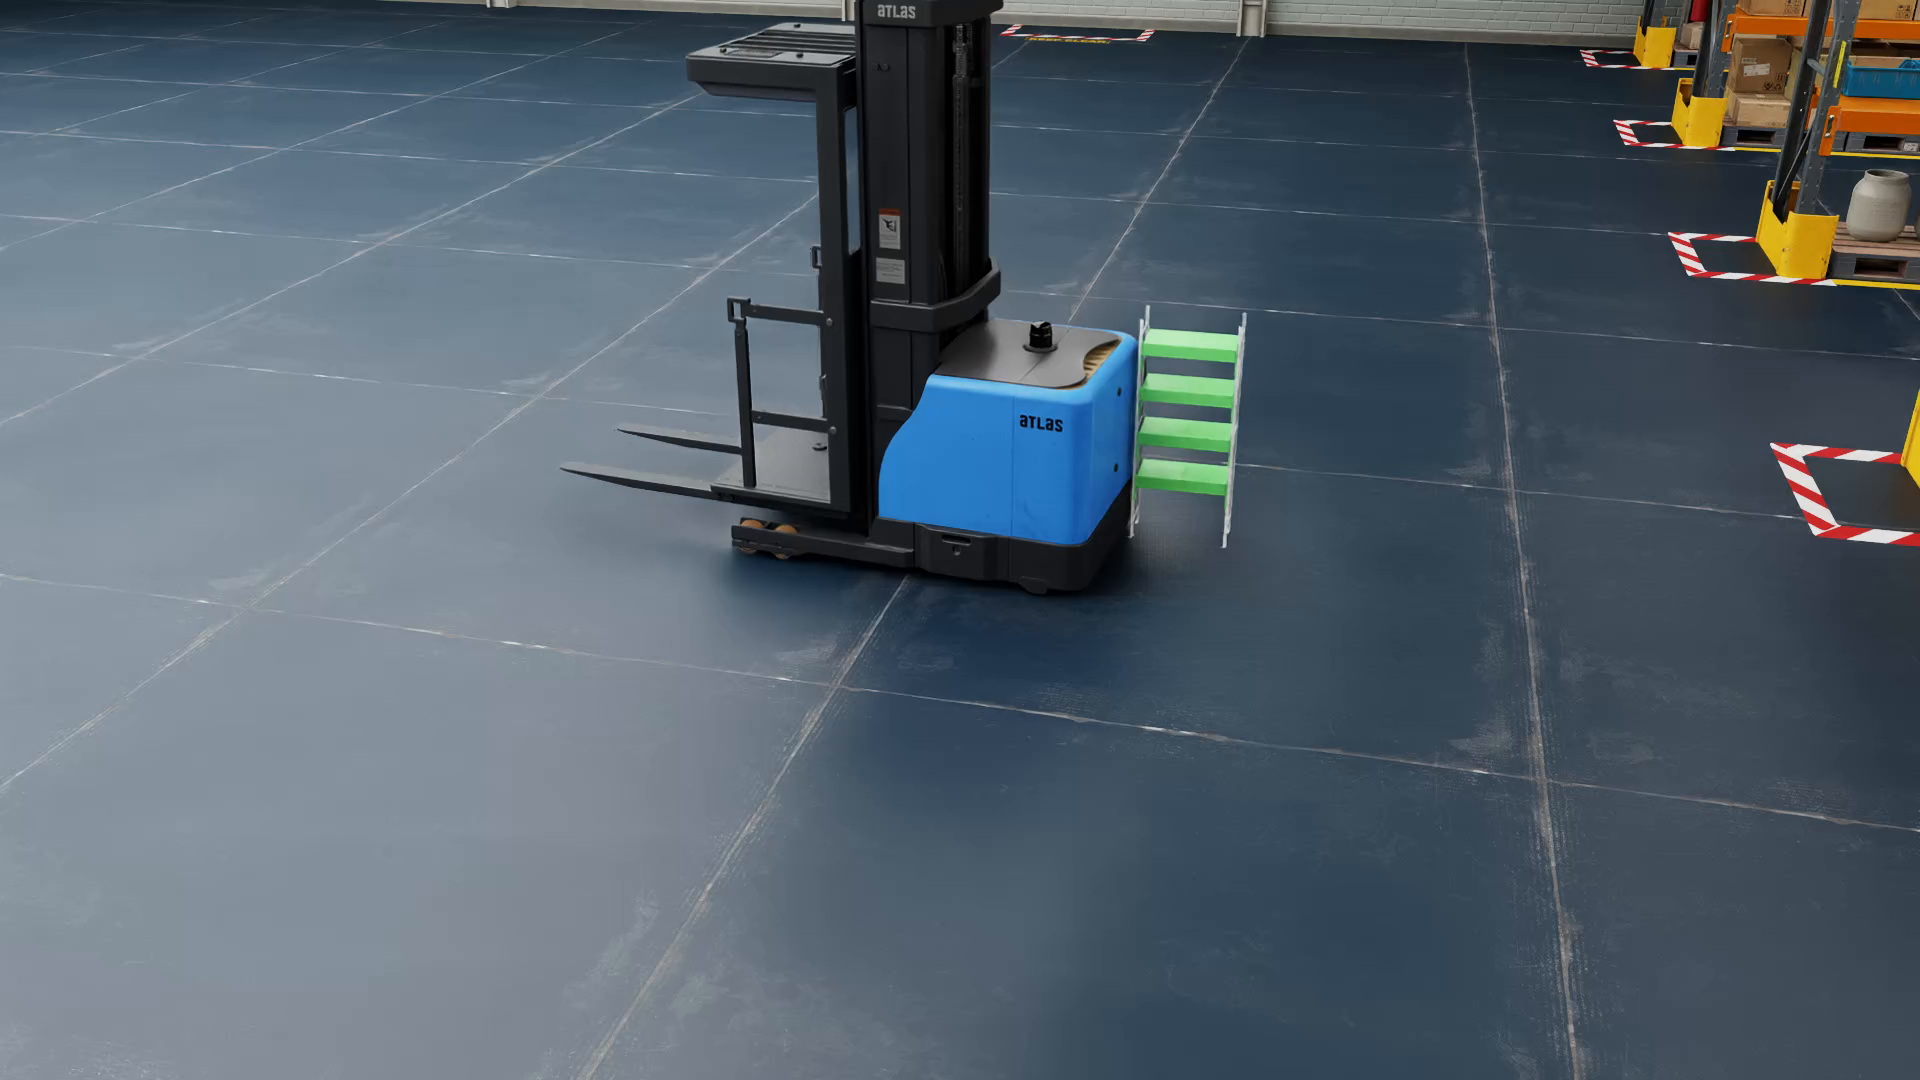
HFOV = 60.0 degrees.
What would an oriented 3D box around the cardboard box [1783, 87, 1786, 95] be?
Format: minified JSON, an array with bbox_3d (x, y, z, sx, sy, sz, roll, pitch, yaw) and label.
[{"bbox_3d":[9.000,-4.667,17.774,0.500,0.250,0.500,6,26,13],"label":"cardboard box"}]

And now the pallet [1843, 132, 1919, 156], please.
[{"bbox_3d":[9.848,-4.247,17.425,1.213,0.211,1.003,6,26,13],"label":"pallet"}]

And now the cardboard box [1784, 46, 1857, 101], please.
[{"bbox_3d":[8.868,-4.786,17.151,0.500,0.500,0.500,6,26,13],"label":"cardboard box"}]

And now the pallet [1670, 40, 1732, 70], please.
[{"bbox_3d":[10.001,-6.396,21.939,1.213,0.211,1.003,6,26,13],"label":"pallet"}]

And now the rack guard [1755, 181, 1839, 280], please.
[{"bbox_3d":[6.767,-2.523,13.468,0.348,0.500,1.175,6,26,13],"label":"rack guard"}]

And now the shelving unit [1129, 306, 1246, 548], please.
[{"bbox_3d":[1.166,-0.574,8.560,0.503,1.200,0.258,6,26,12],"label":"shelving unit"}]

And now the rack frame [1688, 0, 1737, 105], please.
[{"bbox_3d":[7.919,-5.702,17.237,0.127,3.000,1.000,6,26,13],"label":"rack frame"}]

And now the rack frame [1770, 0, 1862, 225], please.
[{"bbox_3d":[6.682,-3.640,12.907,0.127,3.000,1.000,6,26,13],"label":"rack frame"}]

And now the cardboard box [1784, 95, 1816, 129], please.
[{"bbox_3d":[8.869,-4.448,17.314,0.500,0.250,0.500,6,26,13],"label":"cardboard box"}]

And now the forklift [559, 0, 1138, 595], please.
[{"bbox_3d":[-0.653,-1.432,8.348,3.031,2.935,1.130,9,27,18],"label":"forklift"}]

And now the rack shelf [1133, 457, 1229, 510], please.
[{"bbox_3d":[1.166,-0.299,8.690,0.480,0.148,0.258,6,26,12],"label":"rack shelf"}]

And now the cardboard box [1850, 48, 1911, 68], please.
[{"bbox_3d":[9.356,-4.738,17.050,0.500,0.500,0.500,6,26,13],"label":"cardboard box"}]

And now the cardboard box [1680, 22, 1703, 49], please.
[{"bbox_3d":[9.797,-6.638,21.819,0.500,0.311,0.500,3,26,7],"label":"cardboard box"}]

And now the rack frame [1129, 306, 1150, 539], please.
[{"bbox_3d":[0.929,-0.599,8.612,0.015,1.200,0.240,6,26,12],"label":"rack frame"}]

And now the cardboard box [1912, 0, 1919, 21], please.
[{"bbox_3d":[9.868,-5.527,16.754,0.500,0.500,0.700,7,26,15],"label":"cardboard box"}]

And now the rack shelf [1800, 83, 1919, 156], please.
[{"bbox_3d":[8.619,-3.101,12.612,4.000,0.370,1.077,6,26,13],"label":"rack shelf"}]

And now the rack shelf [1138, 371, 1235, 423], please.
[{"bbox_3d":[1.166,-0.733,8.484,0.480,0.148,0.258,6,26,12],"label":"rack shelf"}]

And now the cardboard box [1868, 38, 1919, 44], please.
[{"bbox_3d":[12.008,-6.501,21.312,0.500,0.500,0.500,4,26,9],"label":"cardboard box"}]

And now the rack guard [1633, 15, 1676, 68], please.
[{"bbox_3d":[9.223,-6.628,22.090,0.348,0.500,1.175,6,26,13],"label":"rack guard"}]

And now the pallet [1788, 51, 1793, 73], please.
[{"bbox_3d":[11.179,-6.264,21.663,1.213,0.211,1.003,6,26,13],"label":"pallet"}]

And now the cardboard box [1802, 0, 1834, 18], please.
[{"bbox_3d":[8.878,-5.638,16.986,0.500,0.500,0.700,7,26,14],"label":"cardboard box"}]

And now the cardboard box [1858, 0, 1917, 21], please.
[{"bbox_3d":[9.358,-5.582,16.869,0.500,0.500,0.700,6,26,13],"label":"cardboard box"}]

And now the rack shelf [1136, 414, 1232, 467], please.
[{"bbox_3d":[1.166,-0.516,8.587,0.480,0.148,0.258,6,26,12],"label":"rack shelf"}]

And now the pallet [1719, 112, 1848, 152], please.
[{"bbox_3d":[8.670,-4.379,17.702,1.213,0.211,1.003,6,26,13],"label":"pallet"}]

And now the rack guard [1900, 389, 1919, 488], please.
[{"bbox_3d":[5.522,-0.442,9.096,0.348,0.500,1.175,6,26,13],"label":"rack guard"}]

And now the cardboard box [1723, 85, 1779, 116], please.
[{"bbox_3d":[8.512,-4.716,17.876,0.500,0.250,0.500,6,26,13],"label":"cardboard box"}]

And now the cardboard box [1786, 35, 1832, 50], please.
[{"bbox_3d":[11.047,-6.563,21.442,0.500,0.500,0.700,5,26,10],"label":"cardboard box"}]

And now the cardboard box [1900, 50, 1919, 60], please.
[{"bbox_3d":[9.835,-4.677,16.922,0.500,0.500,0.500,6,26,13],"label":"cardboard box"}]

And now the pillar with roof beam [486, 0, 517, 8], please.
[{"bbox_3d":[-8.462,-10.894,21.163,0.400,9.000,9.100,6,26,13],"label":"pillar with roof beam"}]

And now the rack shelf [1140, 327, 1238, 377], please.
[{"bbox_3d":[1.166,-0.950,8.381,0.480,0.148,0.258,6,26,12],"label":"rack shelf"}]

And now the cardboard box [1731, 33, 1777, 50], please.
[{"bbox_3d":[10.349,-6.577,21.691,0.500,0.311,0.500,9,27,17],"label":"cardboard box"}]

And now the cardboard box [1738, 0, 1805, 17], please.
[{"bbox_3d":[8.368,-5.692,17.100,0.500,0.500,0.700,6,26,13],"label":"cardboard box"}]

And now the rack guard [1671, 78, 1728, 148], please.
[{"bbox_3d":[7.896,-4.576,17.780,0.348,0.500,1.175,6,26,13],"label":"rack guard"}]

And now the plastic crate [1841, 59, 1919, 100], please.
[{"bbox_3d":[7.241,-3.644,13.088,0.616,0.251,0.499,6,26,13],"label":"plastic crate"}]

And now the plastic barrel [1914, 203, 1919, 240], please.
[{"bbox_3d":[7.824,-2.614,13.158,0.421,0.512,0.421,0,25,0],"label":"plastic barrel"}]

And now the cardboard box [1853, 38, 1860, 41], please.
[{"bbox_3d":[11.479,-6.428,21.566,0.250,0.149,0.380,4,26,9],"label":"cardboard box"}]

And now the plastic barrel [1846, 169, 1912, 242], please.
[{"bbox_3d":[7.339,-2.668,13.270,0.421,0.512,0.421,0,25,0],"label":"plastic barrel"}]

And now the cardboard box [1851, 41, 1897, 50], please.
[{"bbox_3d":[9.485,-4.954,17.505,0.500,0.500,0.500,6,26,13],"label":"cardboard box"}]

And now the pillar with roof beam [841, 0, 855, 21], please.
[{"bbox_3d":[-2.651,-10.251,19.813,0.400,9.000,9.100,6,26,13],"label":"pillar with roof beam"}]

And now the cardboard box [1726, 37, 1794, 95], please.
[{"bbox_3d":[8.513,-5.055,17.717,0.500,0.500,0.500,6,26,13],"label":"cardboard box"}]

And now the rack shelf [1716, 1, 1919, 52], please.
[{"bbox_3d":[9.856,-5.163,16.942,4.000,0.370,1.077,6,26,13],"label":"rack shelf"}]

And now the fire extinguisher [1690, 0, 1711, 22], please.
[{"bbox_3d":[7.921,-5.873,17.687,0.183,0.674,0.296,6,26,13],"label":"fire extinguisher"}]

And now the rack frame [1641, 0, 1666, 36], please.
[{"bbox_3d":[9.150,-7.765,21.570,0.127,3.000,1.000,6,26,13],"label":"rack frame"}]

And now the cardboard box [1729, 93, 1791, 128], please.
[{"bbox_3d":[8.383,-4.500,17.423,0.500,0.250,0.500,6,26,13],"label":"cardboard box"}]

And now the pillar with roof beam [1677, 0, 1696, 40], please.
[{"bbox_3d":[8.971,-8.966,17.115,0.400,9.000,9.100,6,26,13],"label":"pillar with roof beam"}]

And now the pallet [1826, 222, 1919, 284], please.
[{"bbox_3d":[7.553,-2.304,13.343,1.213,0.211,1.003,6,26,13],"label":"pallet"}]

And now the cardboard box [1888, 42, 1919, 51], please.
[{"bbox_3d":[9.969,-4.900,17.391,0.500,0.500,0.500,6,26,13],"label":"cardboard box"}]

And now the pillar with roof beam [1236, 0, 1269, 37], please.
[{"bbox_3d":[3.160,-9.609,18.464,0.400,9.000,9.100,6,26,13],"label":"pillar with roof beam"}]

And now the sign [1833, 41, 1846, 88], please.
[{"bbox_3d":[6.541,-3.537,12.367,0.005,0.325,0.100,6,26,13],"label":"sign"}]

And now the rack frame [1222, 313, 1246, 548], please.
[{"bbox_3d":[1.403,-0.549,8.507,0.015,1.200,0.240,6,26,12],"label":"rack frame"}]
